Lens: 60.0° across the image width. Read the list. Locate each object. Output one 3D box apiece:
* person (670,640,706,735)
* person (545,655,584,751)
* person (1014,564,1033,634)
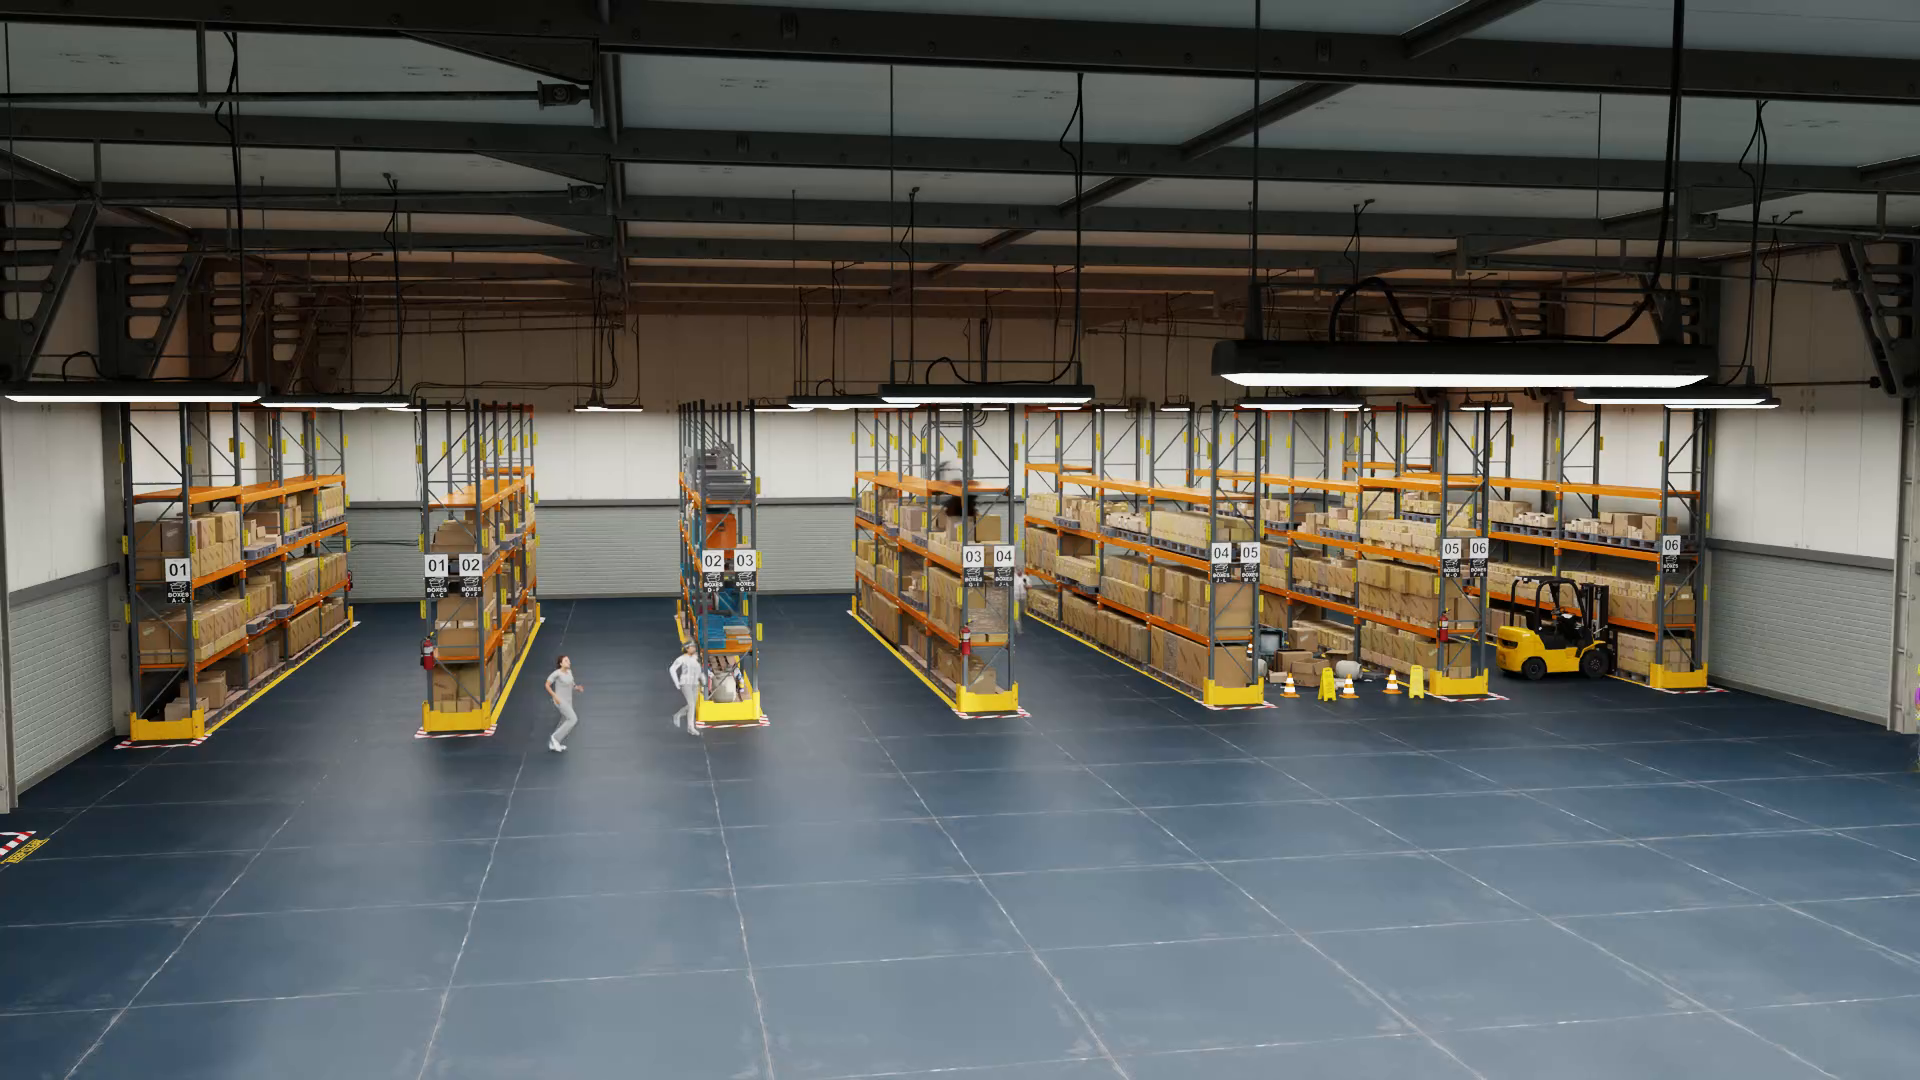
[{"bbox_3d":[-4.874,2.642,30.021,0.697,1.678,0.663,4,6,40],"label":"person"},{"bbox_3d":[-6.705,2.761,28.286,0.608,1.636,0.546,1,5,17],"label":"person"},{"bbox_3d":[1.564,1.521,43.653,0.652,1.792,0.969,-1,4,-9],"label":"person"}]
